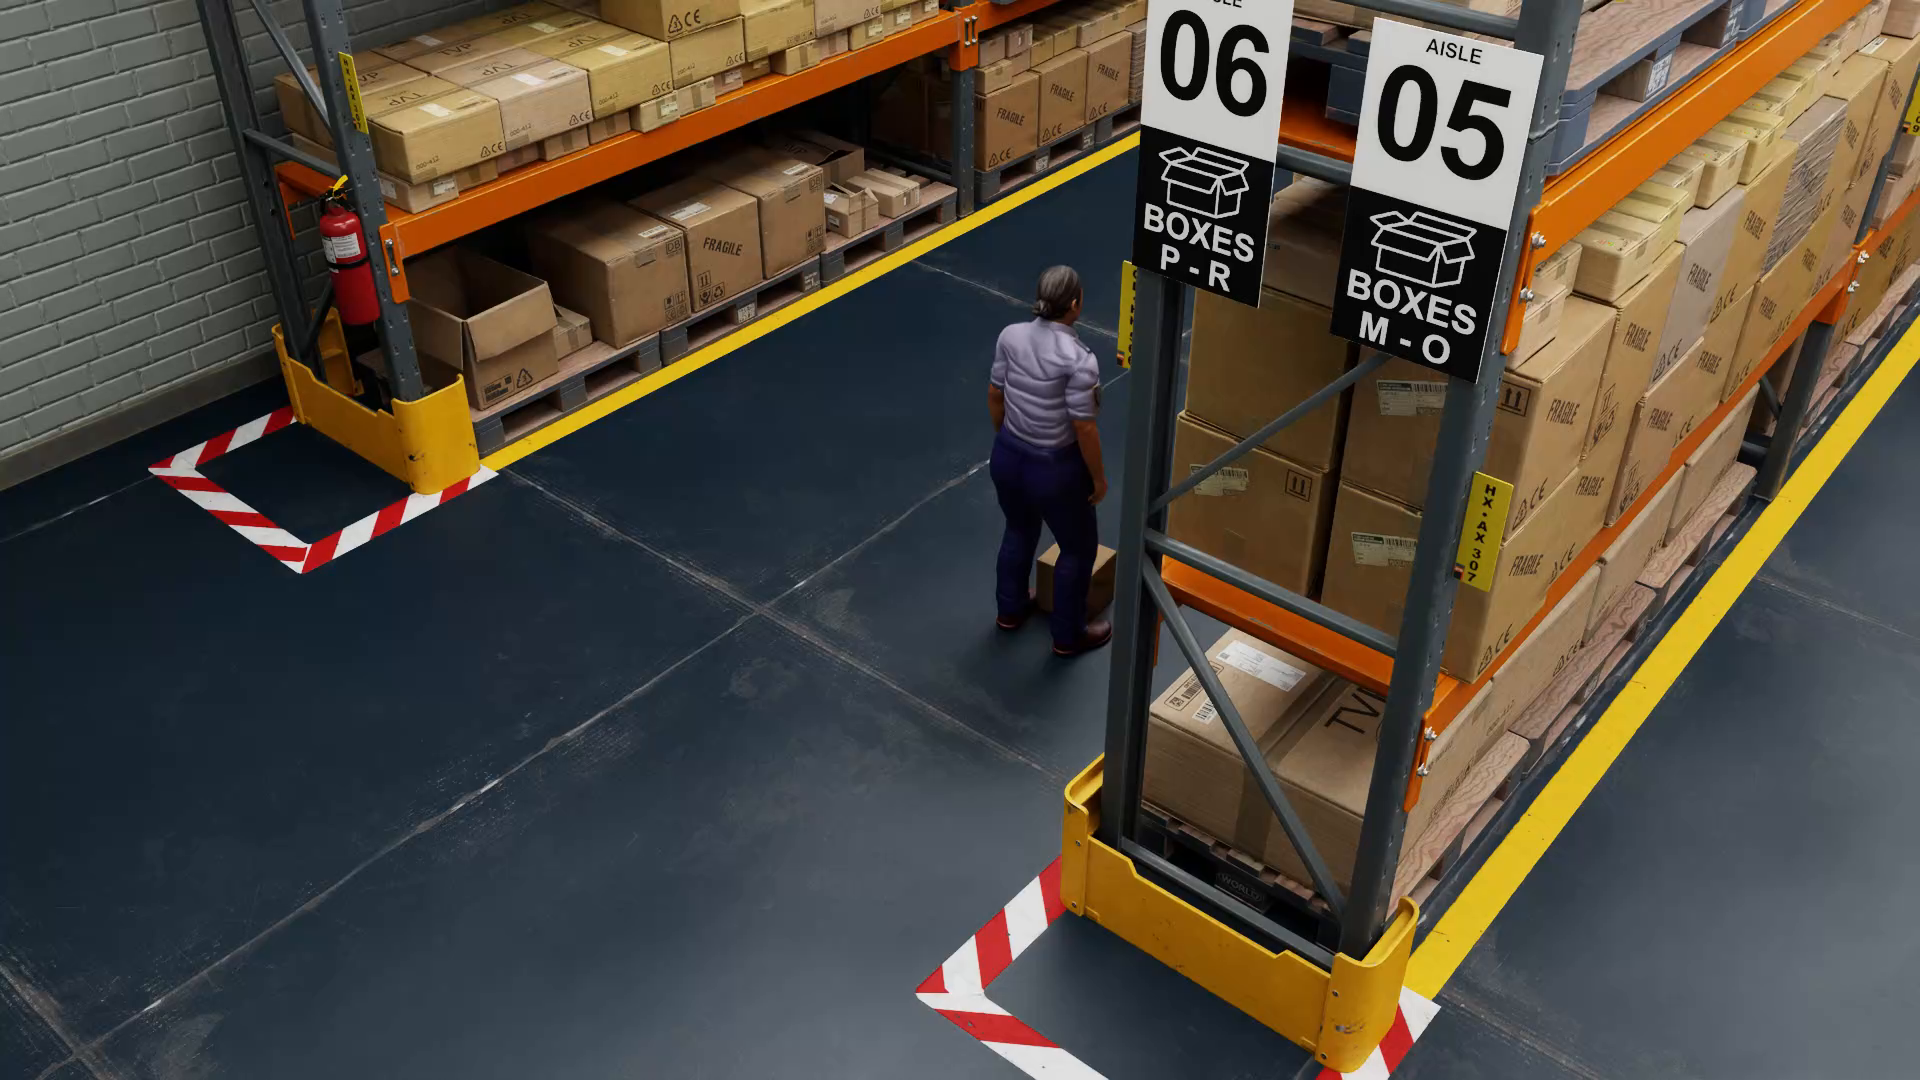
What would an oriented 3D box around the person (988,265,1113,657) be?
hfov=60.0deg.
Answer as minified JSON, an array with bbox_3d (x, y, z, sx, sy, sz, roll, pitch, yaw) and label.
[{"bbox_3d":[0.351,-0.303,6.580,0.538,1.652,0.355,26,43,32],"label":"person"}]
